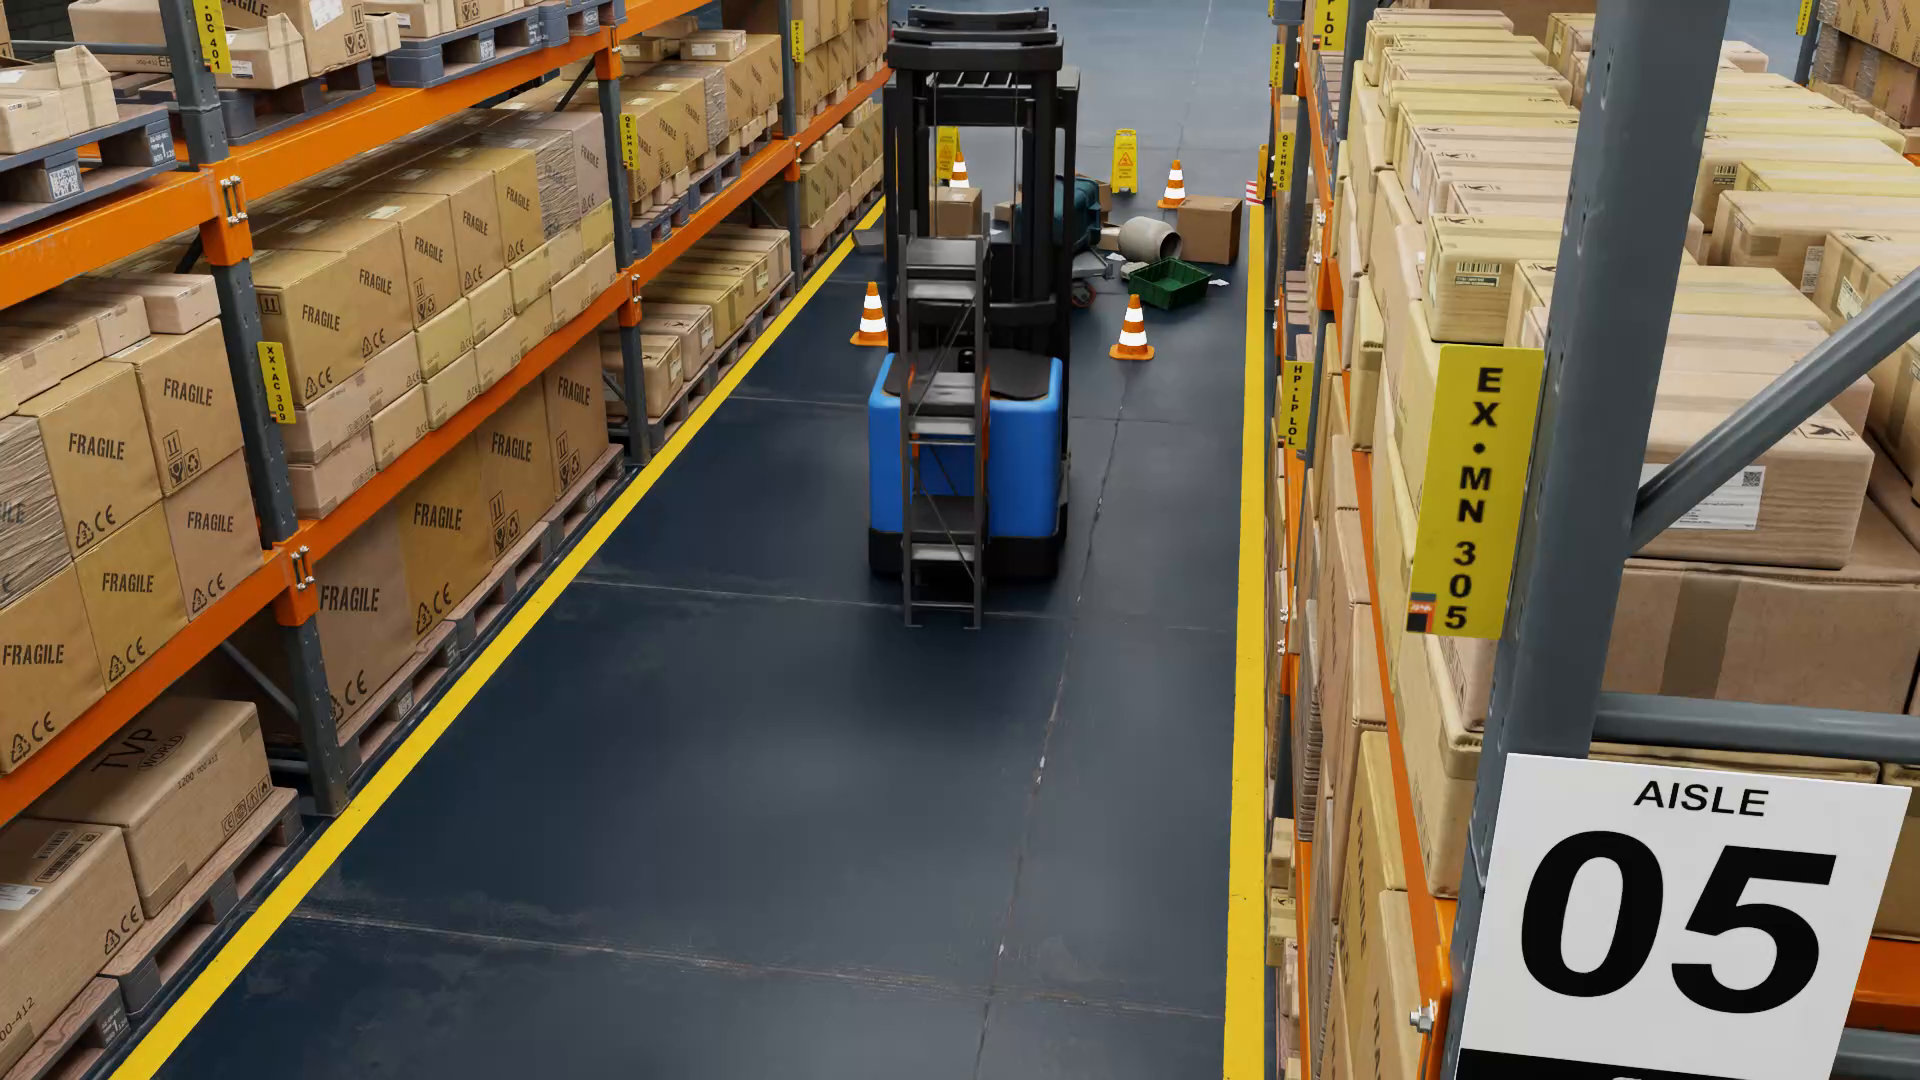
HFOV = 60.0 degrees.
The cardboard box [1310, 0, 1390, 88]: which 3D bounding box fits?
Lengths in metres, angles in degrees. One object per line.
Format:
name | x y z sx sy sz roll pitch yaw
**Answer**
cardboard box | 1.876 -2.349 7.573 0.500 0.500 0.500 4 25 9

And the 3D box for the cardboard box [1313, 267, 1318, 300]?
cardboard box | 1.982 -1.276 8.388 0.380 0.149 0.250 4 25 9

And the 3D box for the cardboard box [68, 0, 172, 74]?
cardboard box | -3.234 -2.104 6.777 0.500 0.311 0.500 4 25 9

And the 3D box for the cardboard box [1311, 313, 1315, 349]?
cardboard box | 1.939 -1.038 8.230 0.380 0.149 0.250 5 26 10

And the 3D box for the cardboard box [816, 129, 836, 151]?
cardboard box | -1.339 -3.627 15.060 0.380 0.149 0.250 5 26 11

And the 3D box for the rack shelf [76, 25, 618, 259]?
rack shelf | -2.844 -2.081 7.968 1.077 0.370 4.000 4 25 9

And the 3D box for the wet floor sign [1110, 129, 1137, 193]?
wet floor sign | 1.741 -4.013 17.563 0.267 0.644 0.232 0 25 -1

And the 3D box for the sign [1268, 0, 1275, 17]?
sign | 3.144 -5.399 16.632 0.100 0.325 0.005 4 25 9

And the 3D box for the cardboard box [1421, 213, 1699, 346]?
cardboard box | 0.954 -0.417 2.682 0.380 0.149 0.250 4 25 9

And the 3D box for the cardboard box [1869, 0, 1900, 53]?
cardboard box | 7.963 -4.339 13.832 0.500 0.500 0.500 4 25 9

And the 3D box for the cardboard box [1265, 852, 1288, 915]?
cardboard box | 1.353 1.320 6.260 0.380 0.149 0.250 3 25 6

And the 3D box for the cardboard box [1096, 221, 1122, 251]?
cardboard box | 1.500 -2.865 15.558 0.396 0.266 0.258 8 26 18

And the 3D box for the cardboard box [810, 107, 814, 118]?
cardboard box | -1.492 -3.776 14.575 0.380 0.149 0.250 4 25 8

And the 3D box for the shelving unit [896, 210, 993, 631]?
shelving unit | -0.071 -0.587 8.528 0.431 2.100 0.503 2 25 4

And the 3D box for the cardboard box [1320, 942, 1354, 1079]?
cardboard box | 0.984 1.161 3.263 0.500 0.500 0.500 4 25 8

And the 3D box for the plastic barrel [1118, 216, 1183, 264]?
plastic barrel | 1.708 -2.671 14.957 0.421 0.421 0.512 -20 32 -36

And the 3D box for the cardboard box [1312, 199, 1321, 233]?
cardboard box | 2.115 -1.748 9.046 0.380 0.149 0.250 4 25 9

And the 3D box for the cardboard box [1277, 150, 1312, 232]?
cardboard box | 2.356 -2.254 10.910 0.500 0.500 0.500 4 25 8

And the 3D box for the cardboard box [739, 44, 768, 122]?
cardboard box | -1.792 -3.512 12.750 0.500 0.500 0.500 4 25 9

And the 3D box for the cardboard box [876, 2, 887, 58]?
cardboard box | -1.027 -5.165 16.777 0.500 0.500 0.500 4 25 8

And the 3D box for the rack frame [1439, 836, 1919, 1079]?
rack frame | 1.075 1.762 2.448 1.000 3.000 0.127 4 25 9

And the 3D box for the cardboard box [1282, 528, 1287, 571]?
cardboard box | 1.698 0.148 7.464 0.500 0.250 0.500 5 26 11

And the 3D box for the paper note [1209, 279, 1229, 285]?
paper note | 2.253 -2.257 14.535 0.147 0.020 0.142 -14 29 -27

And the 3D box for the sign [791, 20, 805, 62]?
sign | -1.315 -4.045 13.488 0.100 0.325 0.005 4 25 9

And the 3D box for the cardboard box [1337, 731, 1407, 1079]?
cardboard box | 0.987 0.708 3.050 0.500 0.500 0.500 3 25 7

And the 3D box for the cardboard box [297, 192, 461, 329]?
cardboard box | -2.675 -1.299 7.689 0.500 0.500 0.500 3 25 7

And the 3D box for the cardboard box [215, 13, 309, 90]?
cardboard box | -2.744 -1.885 6.364 0.396 0.266 0.258 4 25 8

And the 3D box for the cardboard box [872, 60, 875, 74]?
cardboard box | -1.055 -4.726 16.606 0.380 0.149 0.250 4 25 8

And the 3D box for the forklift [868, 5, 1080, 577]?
forklift | 0.135 -1.711 9.948 1.130 2.935 3.031 2 25 4

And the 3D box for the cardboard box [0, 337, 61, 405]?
cardboard box | -3.132 -0.540 5.302 0.380 0.149 0.250 4 25 8

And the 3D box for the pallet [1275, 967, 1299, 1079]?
pallet | 1.654 1.635 6.008 1.003 0.211 1.213 4 25 9

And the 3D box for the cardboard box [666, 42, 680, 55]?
cardboard box | -2.304 -3.542 12.815 0.500 0.500 0.500 4 25 9

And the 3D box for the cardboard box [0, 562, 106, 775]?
cardboard box | -3.141 0.381 5.279 0.500 0.500 0.500 4 25 8

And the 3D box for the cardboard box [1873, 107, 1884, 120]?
cardboard box | 8.034 -3.593 14.185 0.380 0.149 0.250 4 25 9

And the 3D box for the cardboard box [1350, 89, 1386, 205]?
cardboard box | 1.327 -1.036 4.473 0.500 0.250 0.500 4 25 8

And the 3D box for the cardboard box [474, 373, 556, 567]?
cardboard box | -2.862 -0.457 9.199 0.875 0.875 0.875 4 25 9

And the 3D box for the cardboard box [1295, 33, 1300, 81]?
cardboard box | 3.131 -3.966 13.234 0.875 0.550 0.550 4 25 9

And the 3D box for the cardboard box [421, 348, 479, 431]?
cardboard box | -2.656 -0.740 7.969 0.500 0.250 0.500 4 25 8

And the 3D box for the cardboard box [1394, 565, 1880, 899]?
cardboard box | 0.889 0.262 2.290 0.500 0.250 0.500 3 25 7

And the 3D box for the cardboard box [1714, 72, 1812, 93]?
cardboard box | 1.785 -1.023 3.975 0.380 0.149 0.250 3 25 6

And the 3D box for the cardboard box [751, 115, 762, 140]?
cardboard box | -1.743 -3.181 12.808 0.380 0.149 0.250 4 25 8

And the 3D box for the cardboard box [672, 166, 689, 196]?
cardboard box | -2.046 -2.425 11.194 0.380 0.149 0.250 4 25 9

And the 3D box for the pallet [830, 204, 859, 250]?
pallet | -1.592 -3.090 16.103 1.003 0.211 1.213 4 25 9

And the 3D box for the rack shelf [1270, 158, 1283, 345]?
rack shelf | 2.710 -2.095 11.536 1.077 0.370 4.000 4 25 9

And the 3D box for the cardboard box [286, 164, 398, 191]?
cardboard box | -3.096 -1.560 8.246 0.500 0.500 0.500 4 25 9

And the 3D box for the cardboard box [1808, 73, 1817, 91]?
cardboard box | 8.285 -4.328 15.754 0.380 0.149 0.250 4 25 9

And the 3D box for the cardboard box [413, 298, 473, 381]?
cardboard box | -2.655 -0.964 7.859 0.500 0.250 0.500 4 25 9

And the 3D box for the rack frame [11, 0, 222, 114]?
rack frame | -3.171 -2.929 5.393 1.000 3.000 0.127 4 25 9

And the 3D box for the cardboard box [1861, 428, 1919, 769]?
cardboard box | 1.405 0.075 2.101 0.500 0.250 0.500 4 25 9

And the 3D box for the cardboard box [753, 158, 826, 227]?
cardboard box | -1.501 -3.070 14.635 0.500 0.500 0.500 5 26 11

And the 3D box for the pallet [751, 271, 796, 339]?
pallet | -1.989 -1.969 13.708 1.003 0.211 1.213 4 25 9
